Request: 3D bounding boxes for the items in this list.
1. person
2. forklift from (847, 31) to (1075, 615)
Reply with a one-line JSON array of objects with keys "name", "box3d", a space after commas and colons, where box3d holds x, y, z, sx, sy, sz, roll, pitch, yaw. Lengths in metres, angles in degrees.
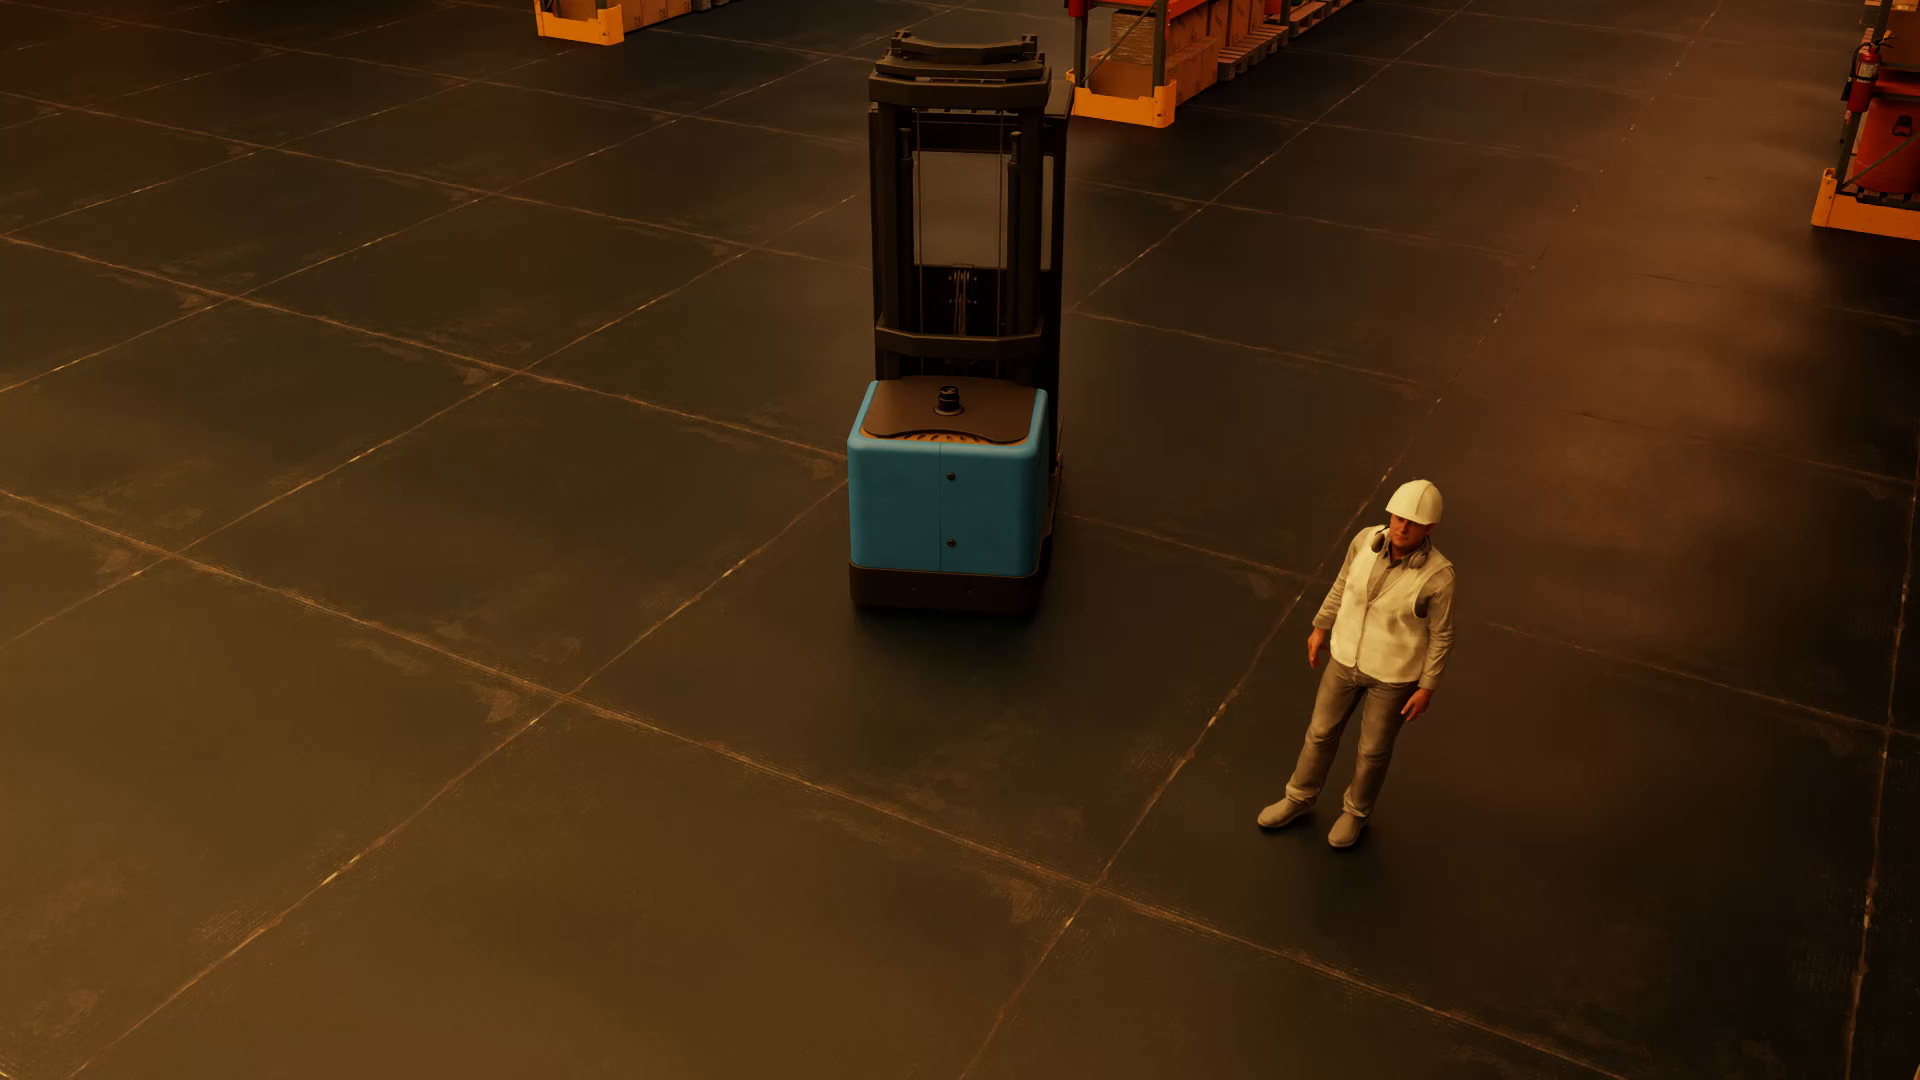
[{"name": "person", "box3d": [1.770, 0.559, 7.243, 0.568, 1.774, 0.632, -26, 39, -37]}, {"name": "forklift", "box3d": [0.072, -1.572, 9.794, 1.130, 2.935, 3.031, 3, 30, 6]}]
